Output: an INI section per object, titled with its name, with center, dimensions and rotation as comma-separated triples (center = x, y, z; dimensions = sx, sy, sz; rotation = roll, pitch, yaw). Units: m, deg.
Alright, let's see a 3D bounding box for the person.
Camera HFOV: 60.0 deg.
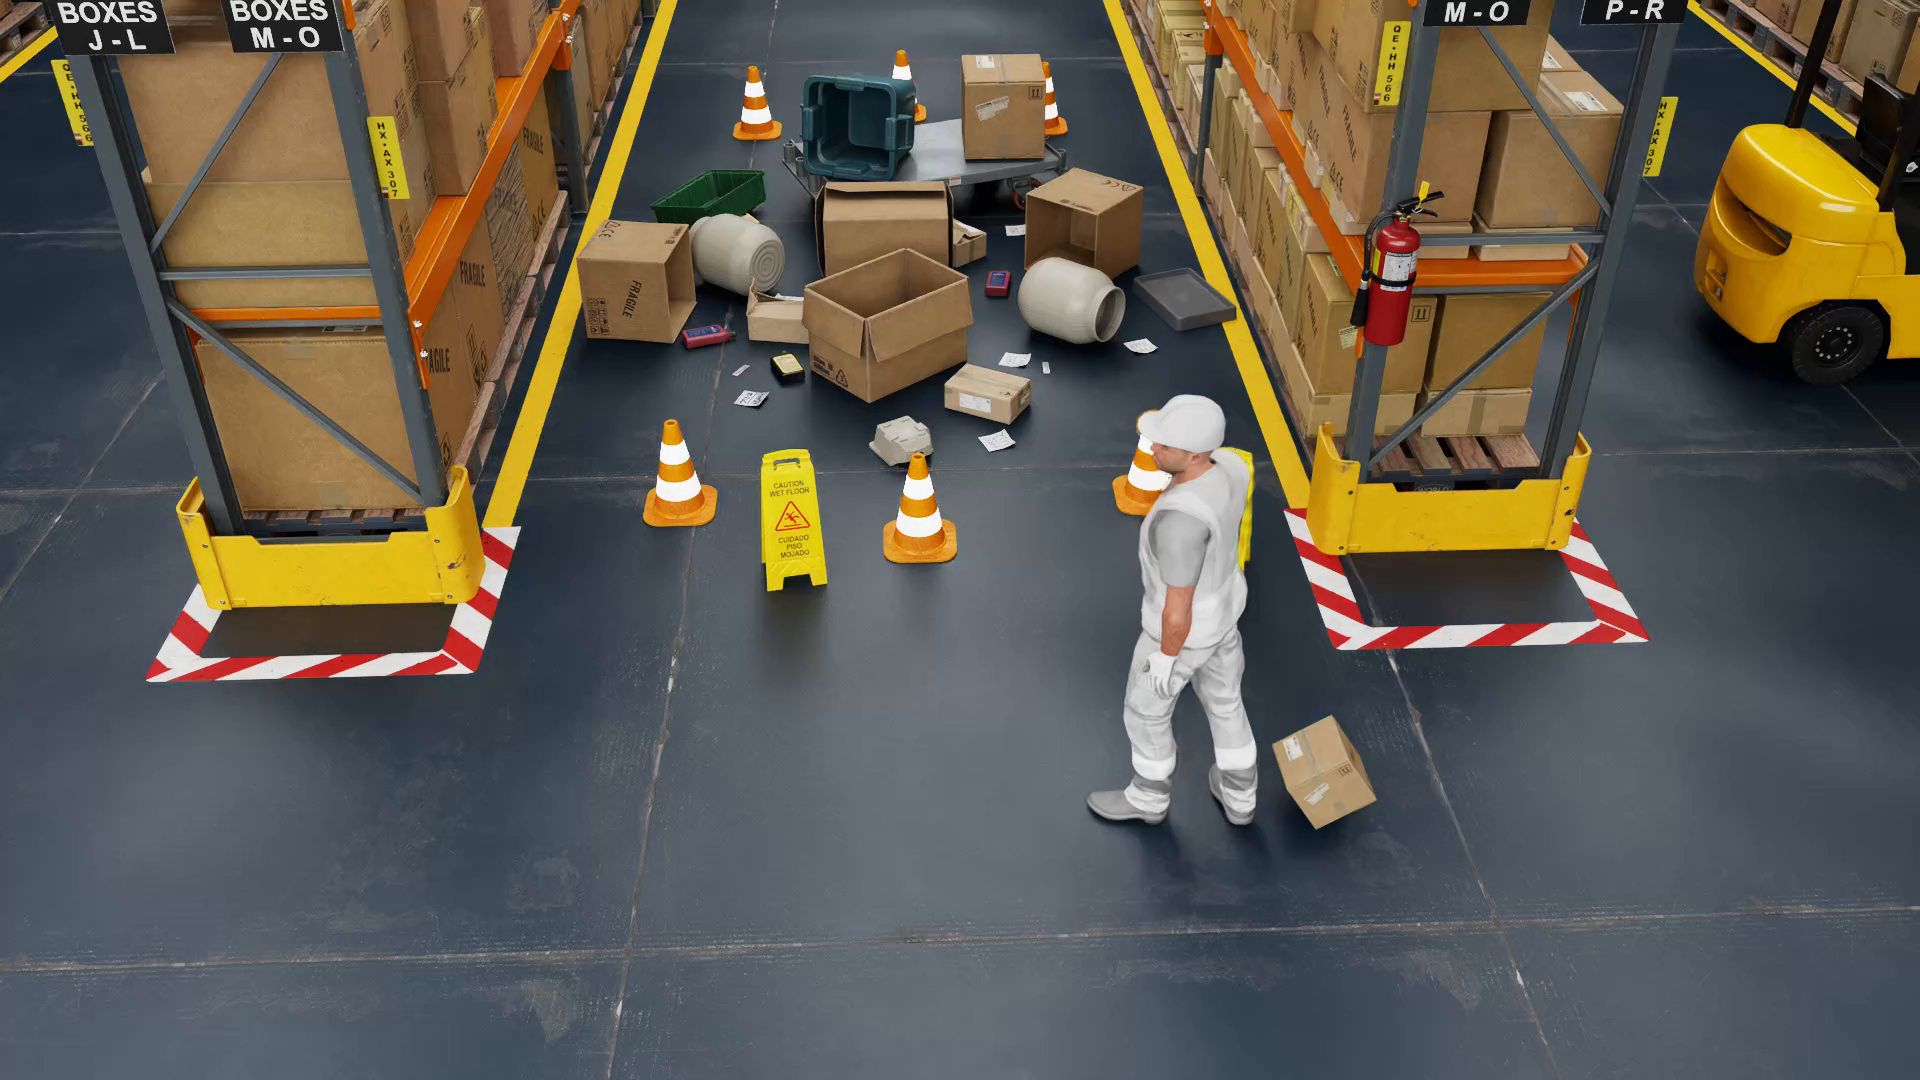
[person]
center = 0.799, 0.283, 5.720
dimensions = 0.573, 1.786, 0.561
rotation = 21, 40, 27
